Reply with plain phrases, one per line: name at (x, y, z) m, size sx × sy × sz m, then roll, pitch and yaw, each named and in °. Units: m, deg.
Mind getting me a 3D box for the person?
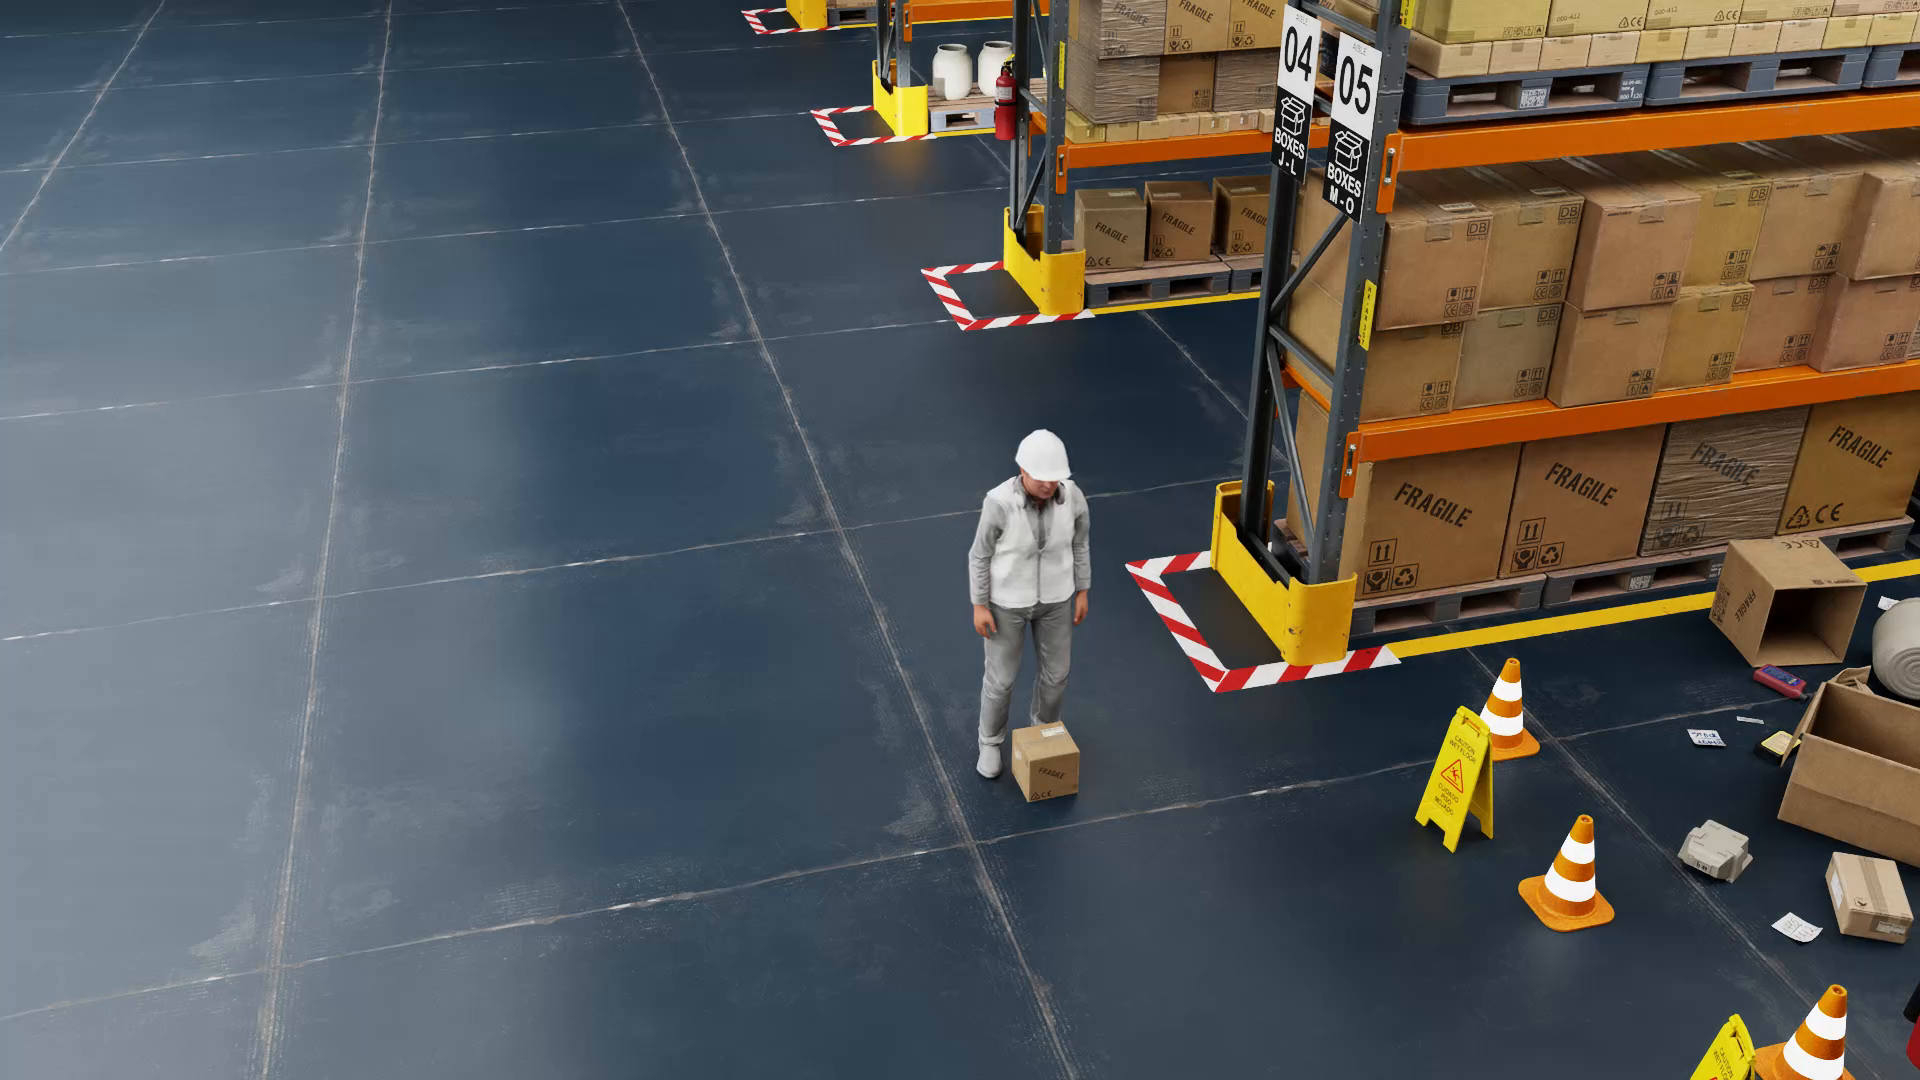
person at (0.329, 0.274, 7.741) m, size 0.581 × 1.771 × 0.465 m, roll -8°, pitch 31°, yaw -14°
